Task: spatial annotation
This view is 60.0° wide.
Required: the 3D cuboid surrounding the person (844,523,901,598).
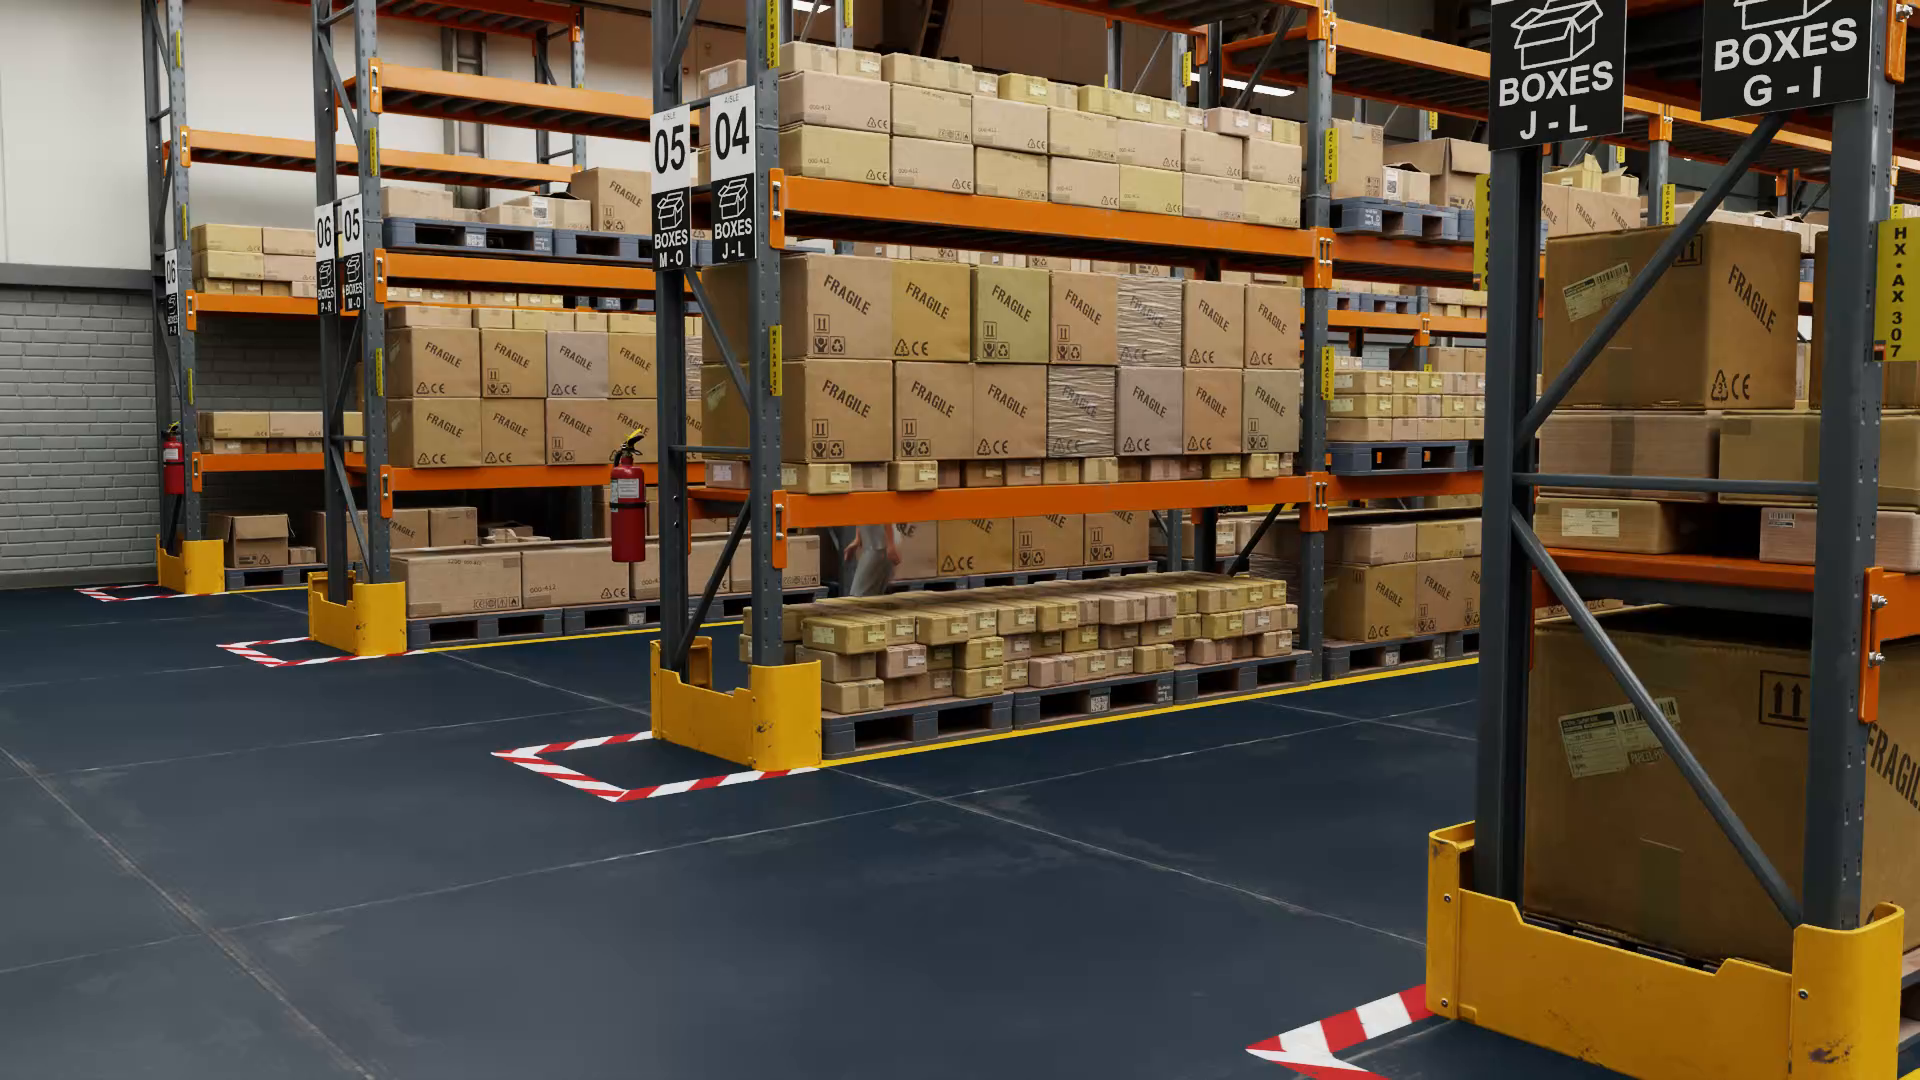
[{"bbox_3d":[-0.510,0.053,11.186,0.622,1.579,0.585,0,4,2],"label":"person"}]
